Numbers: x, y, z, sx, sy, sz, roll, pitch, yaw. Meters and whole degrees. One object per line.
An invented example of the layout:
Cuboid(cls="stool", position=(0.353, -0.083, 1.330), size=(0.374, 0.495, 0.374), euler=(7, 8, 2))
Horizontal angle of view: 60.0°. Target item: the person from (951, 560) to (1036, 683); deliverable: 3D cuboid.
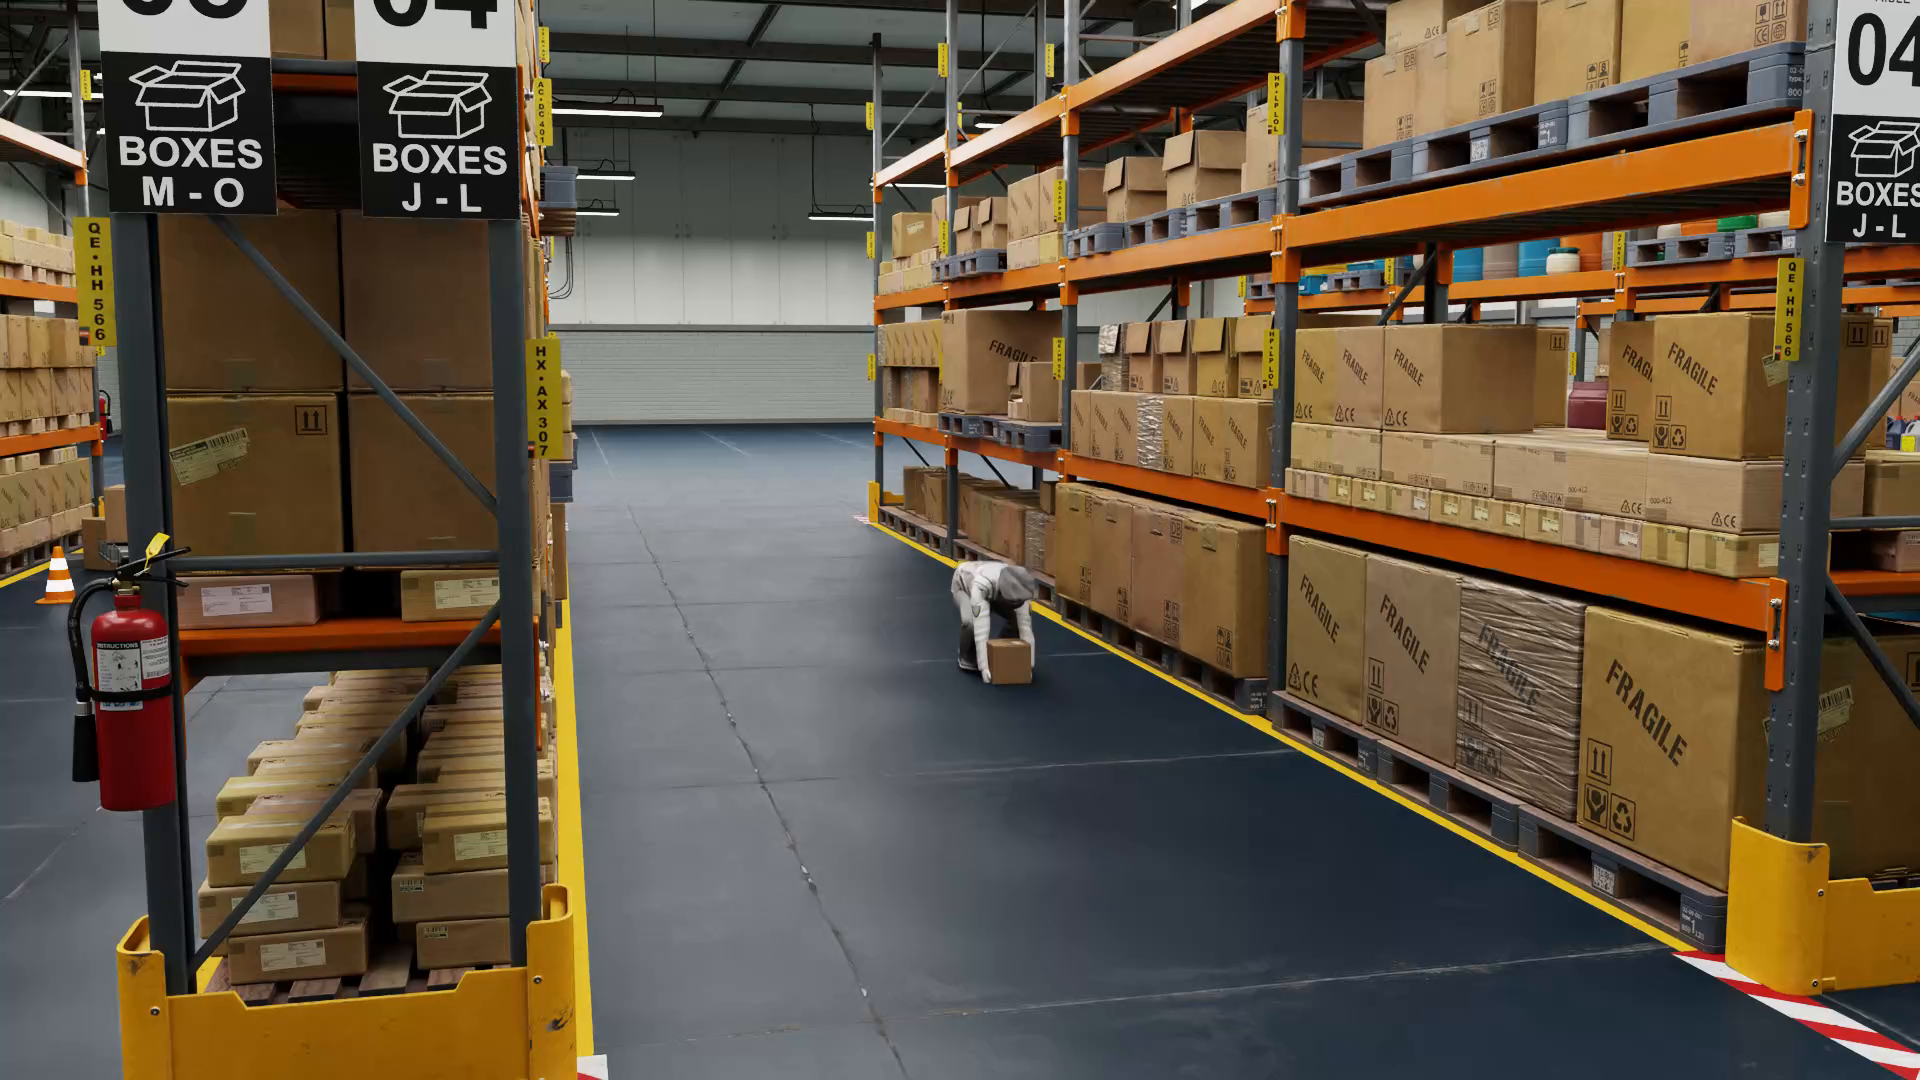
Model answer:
Cuboid(cls="person", position=(0.224, 0.504, 10.865), size=(0.456, 0.761, 0.915), euler=(-2, 6, -16))
